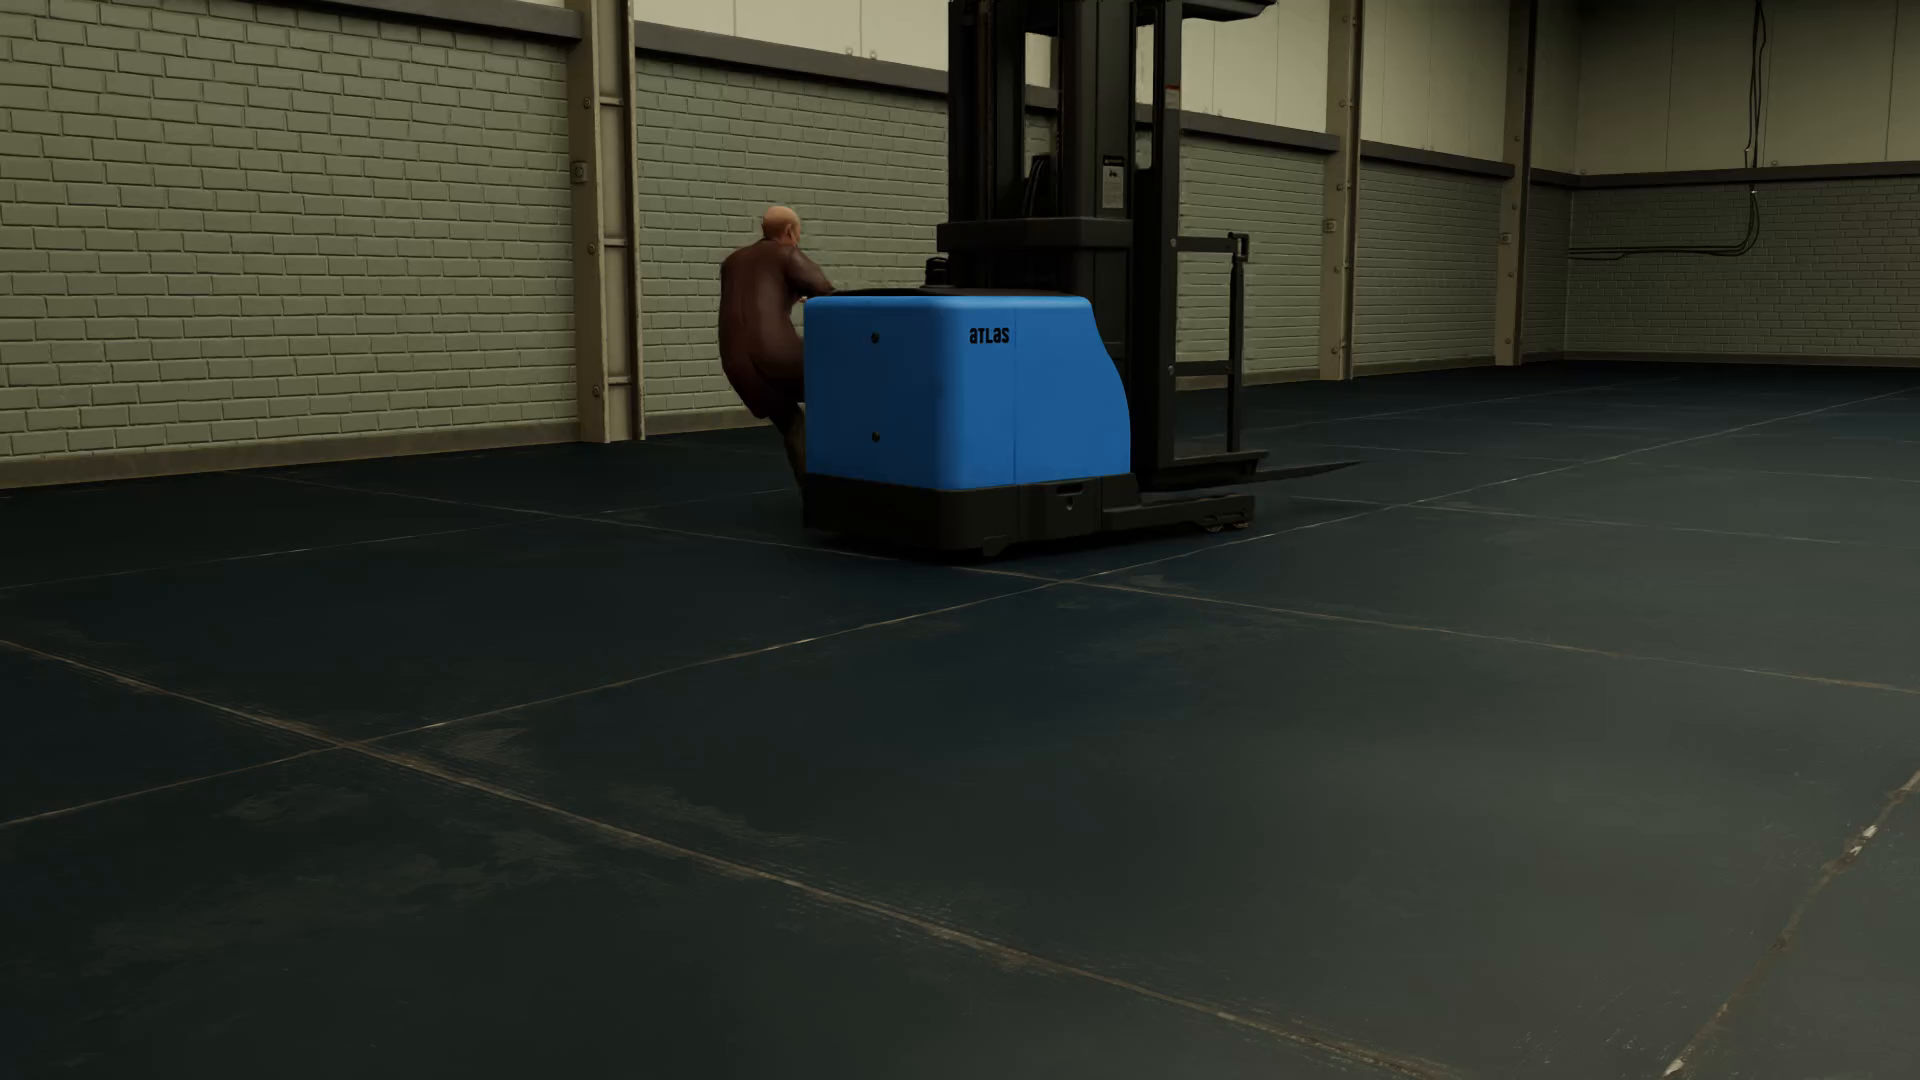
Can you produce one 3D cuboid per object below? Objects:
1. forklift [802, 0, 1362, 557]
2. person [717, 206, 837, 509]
[{"bbox_3d":[0.745,-1.533,7.758,3.031,2.935,1.130,-7,11,-41],"label":"forklift"},{"bbox_3d":[-0.817,-0.932,8.507,1.018,1.535,0.918,3,9,21],"label":"person"}]
